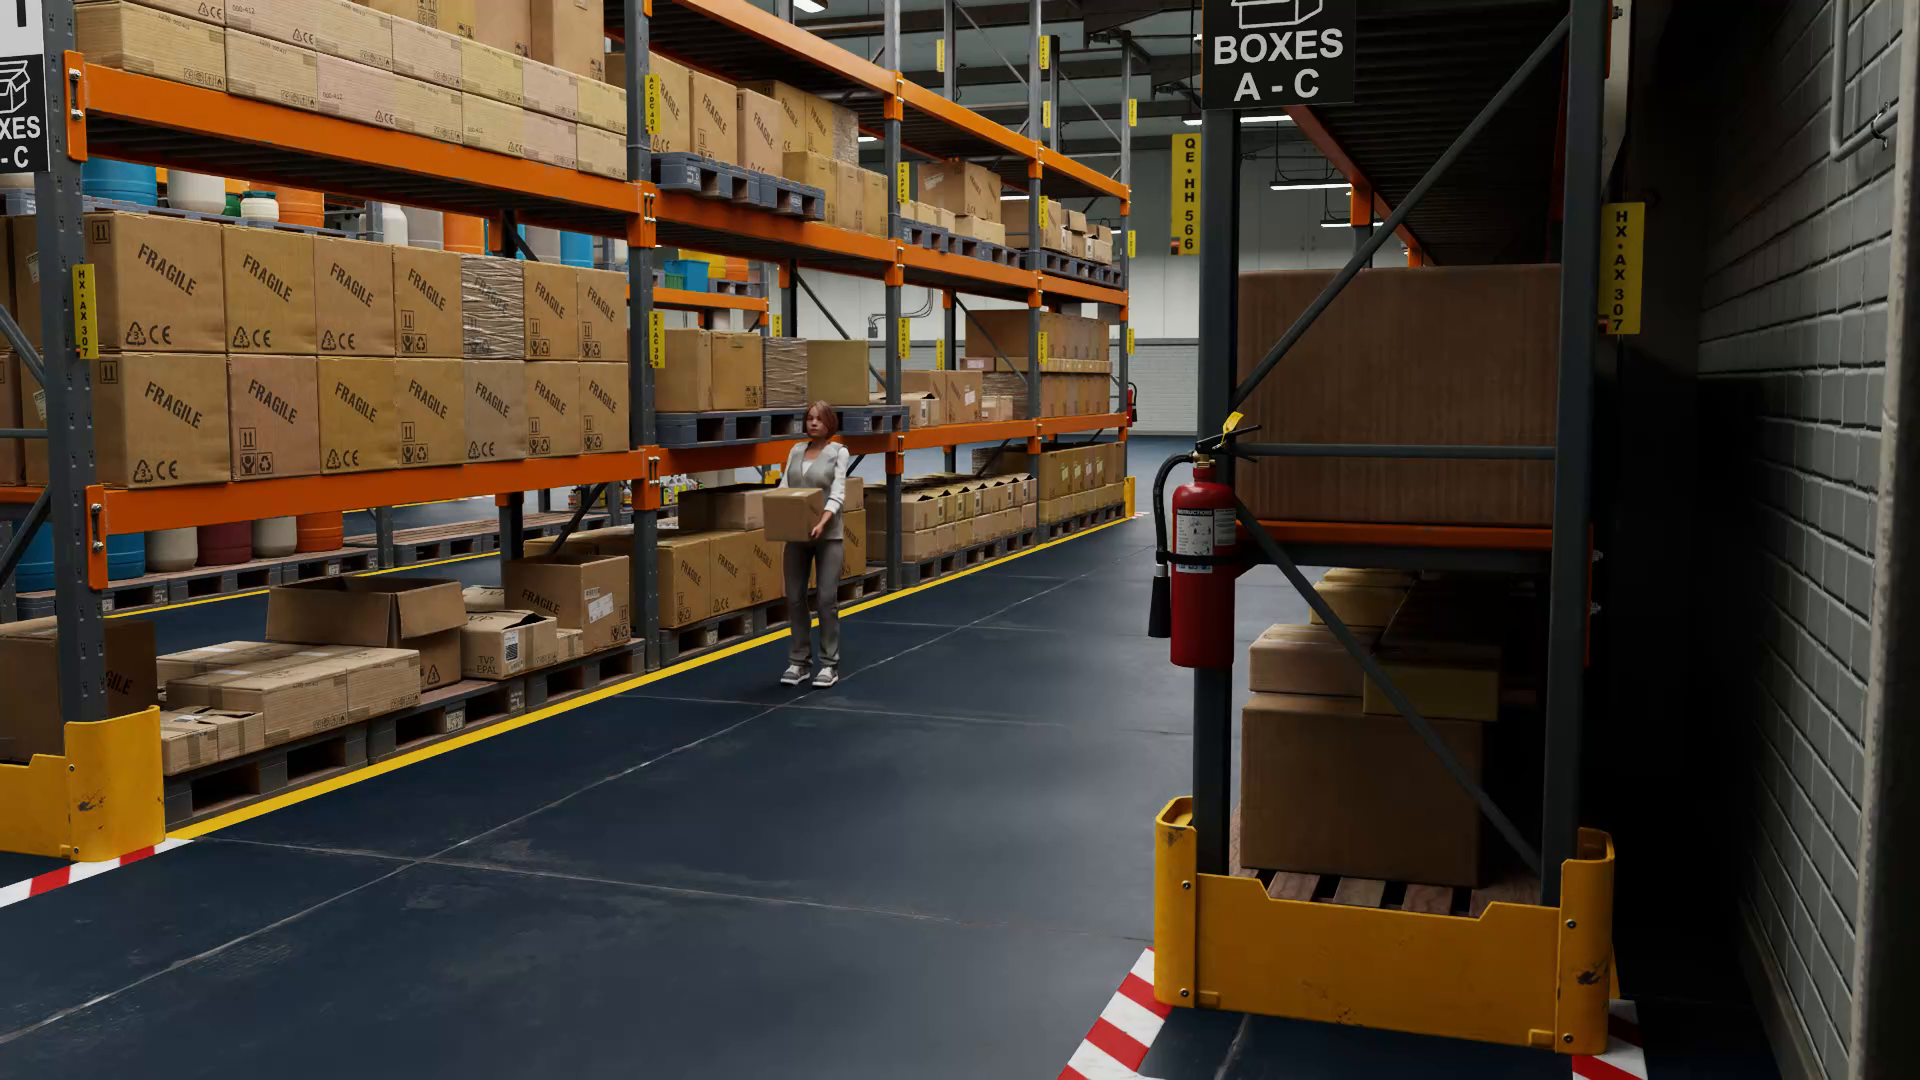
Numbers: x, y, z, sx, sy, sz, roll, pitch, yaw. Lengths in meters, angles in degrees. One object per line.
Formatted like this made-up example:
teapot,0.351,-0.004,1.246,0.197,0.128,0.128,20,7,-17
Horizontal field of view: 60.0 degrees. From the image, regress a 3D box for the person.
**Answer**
person,-0.840,0.022,9.253,0.408,1.586,0.490,2,6,19
